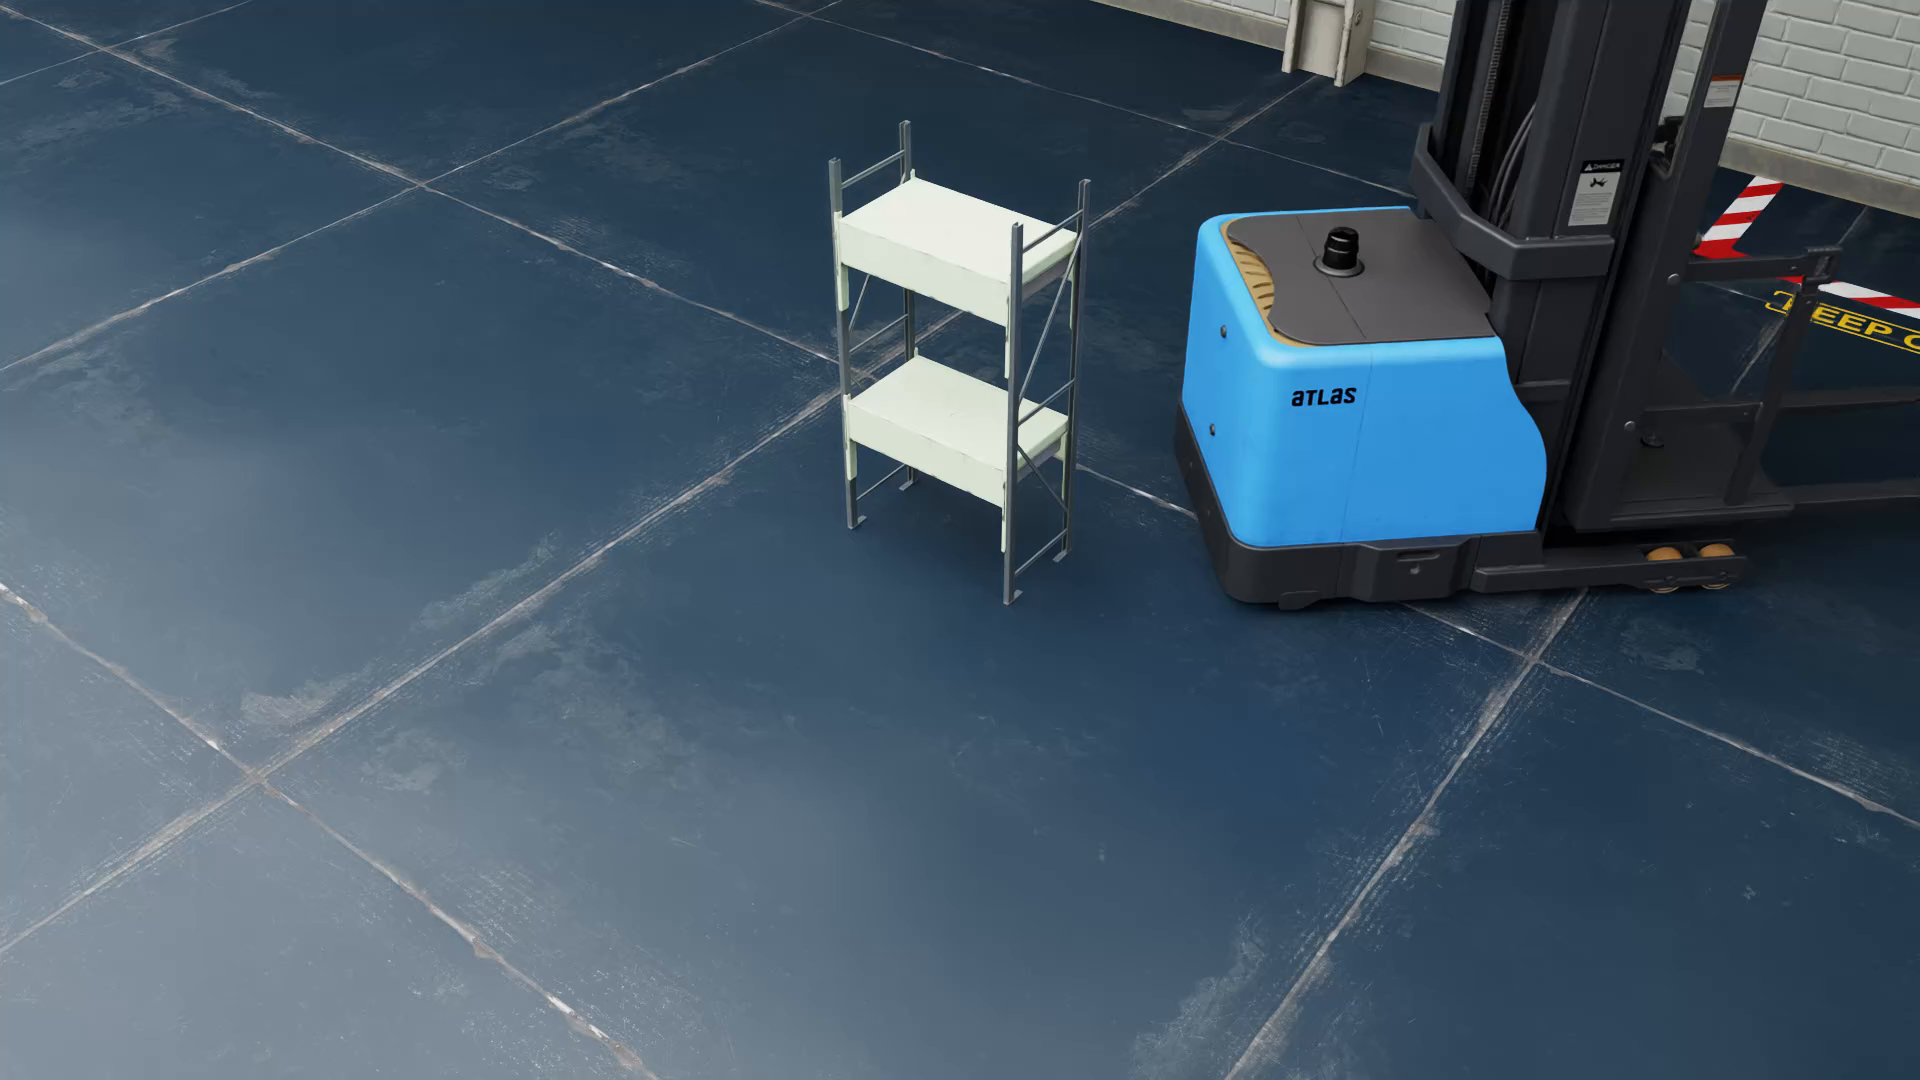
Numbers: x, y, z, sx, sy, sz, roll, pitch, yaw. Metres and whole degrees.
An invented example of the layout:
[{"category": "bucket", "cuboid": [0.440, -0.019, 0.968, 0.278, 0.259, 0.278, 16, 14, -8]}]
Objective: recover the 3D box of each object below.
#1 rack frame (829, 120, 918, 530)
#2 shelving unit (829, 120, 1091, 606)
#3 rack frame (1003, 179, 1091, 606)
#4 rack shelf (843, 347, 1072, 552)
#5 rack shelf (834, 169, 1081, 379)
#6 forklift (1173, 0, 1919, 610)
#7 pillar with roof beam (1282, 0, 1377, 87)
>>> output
[{"category": "rack frame", "cuboid": [-0.296, -0.730, 5.966, 0.023, 1.500, 0.400, 25, 45, 29]}, {"category": "shelving unit", "cuboid": [-0.005, -0.593, 5.791, 0.755, 1.500, 0.431, 25, 45, 29]}, {"category": "rack frame", "cuboid": [0.285, -0.456, 5.616, 0.023, 1.500, 0.400, 25, 45, 29]}, {"category": "rack shelf", "cuboid": [-0.005, -0.336, 5.992, 0.720, 0.370, 0.431, 25, 45, 29]}, {"category": "rack shelf", "cuboid": [-0.005, -0.900, 5.550, 0.720, 0.370, 0.431, 25, 45, 29]}, {"category": "forklift", "cuboid": [2.396, -1.285, 5.514, 3.031, 2.935, 1.130, -4, 38, -5]}, {"category": "pillar with roof beam", "cuboid": [-0.477, -4.195, 4.309, 0.400, 9.000, 9.100, 25, 45, 29]}]
